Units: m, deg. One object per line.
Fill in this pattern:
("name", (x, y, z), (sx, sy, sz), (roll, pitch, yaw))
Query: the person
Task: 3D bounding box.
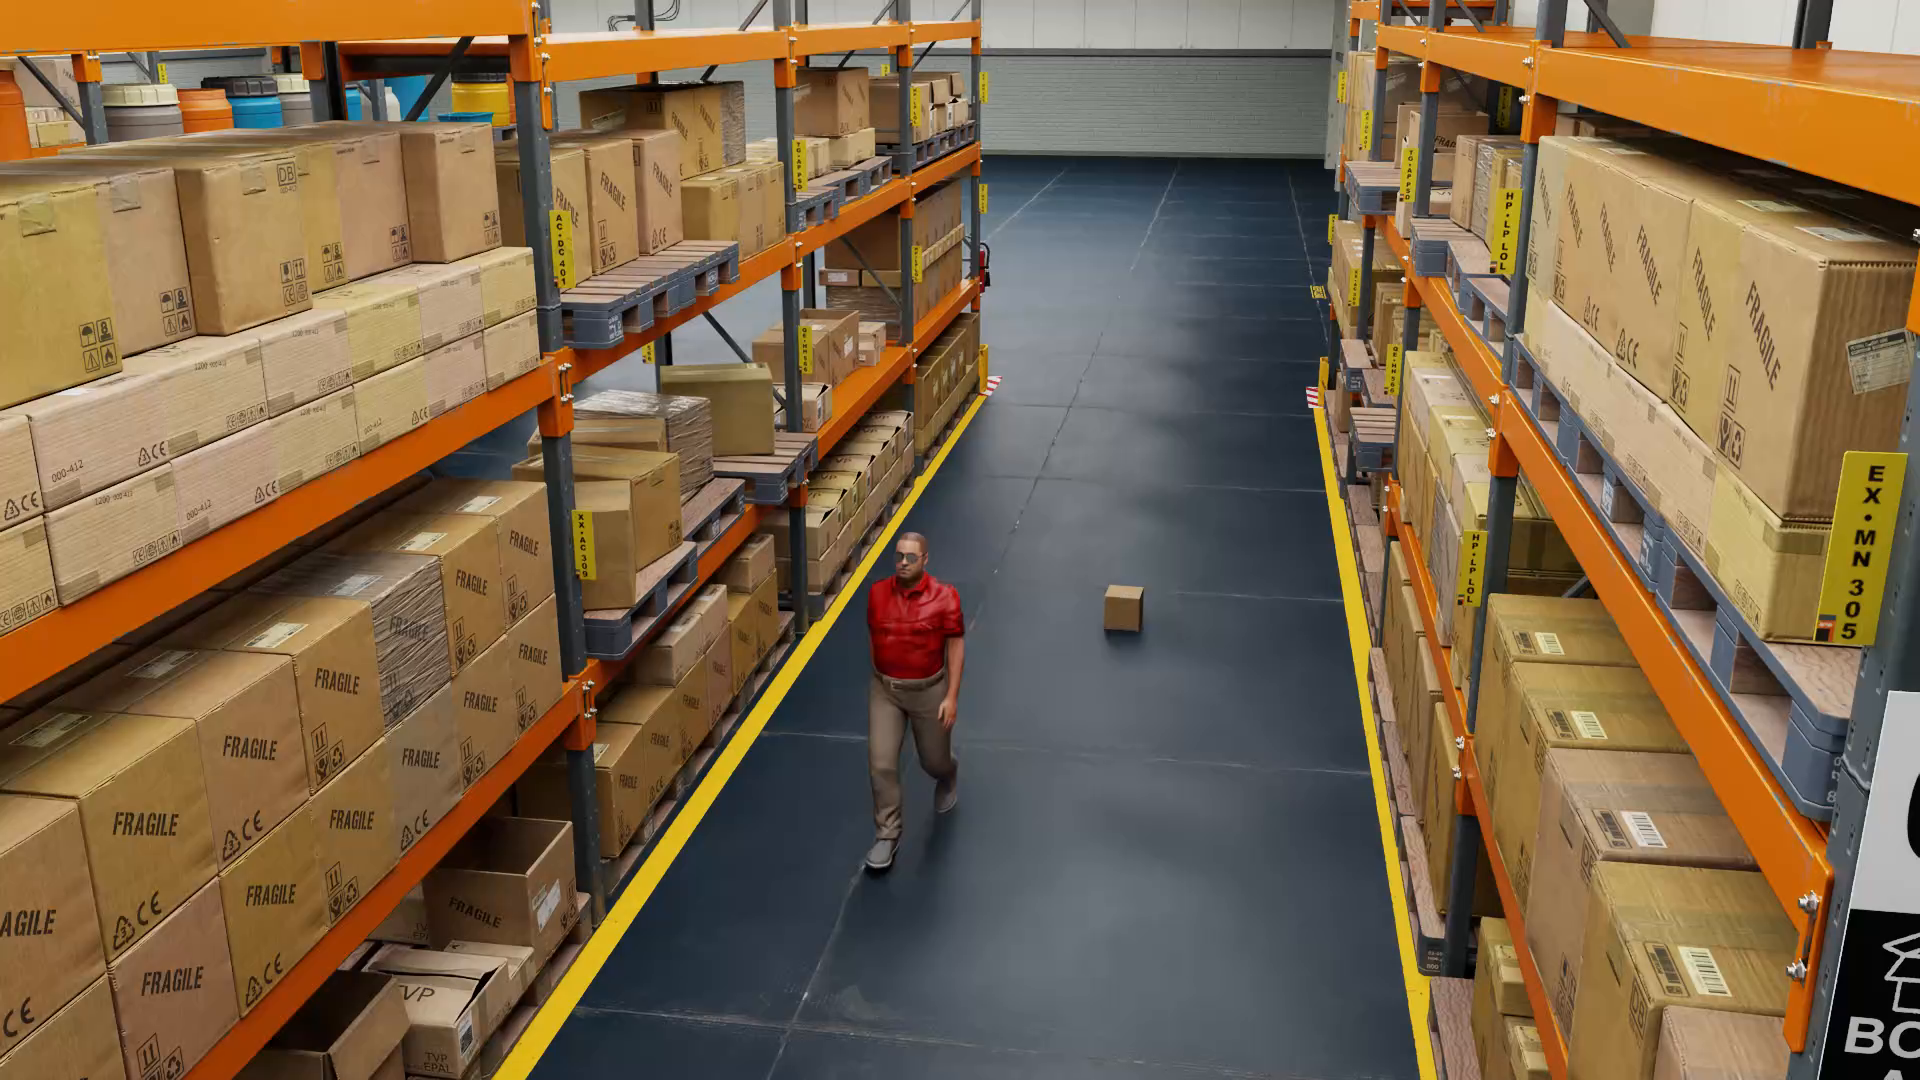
("person", (-0.238, 0.780, 8.624), (0.534, 1.686, 0.875), (4, 18, 13))
